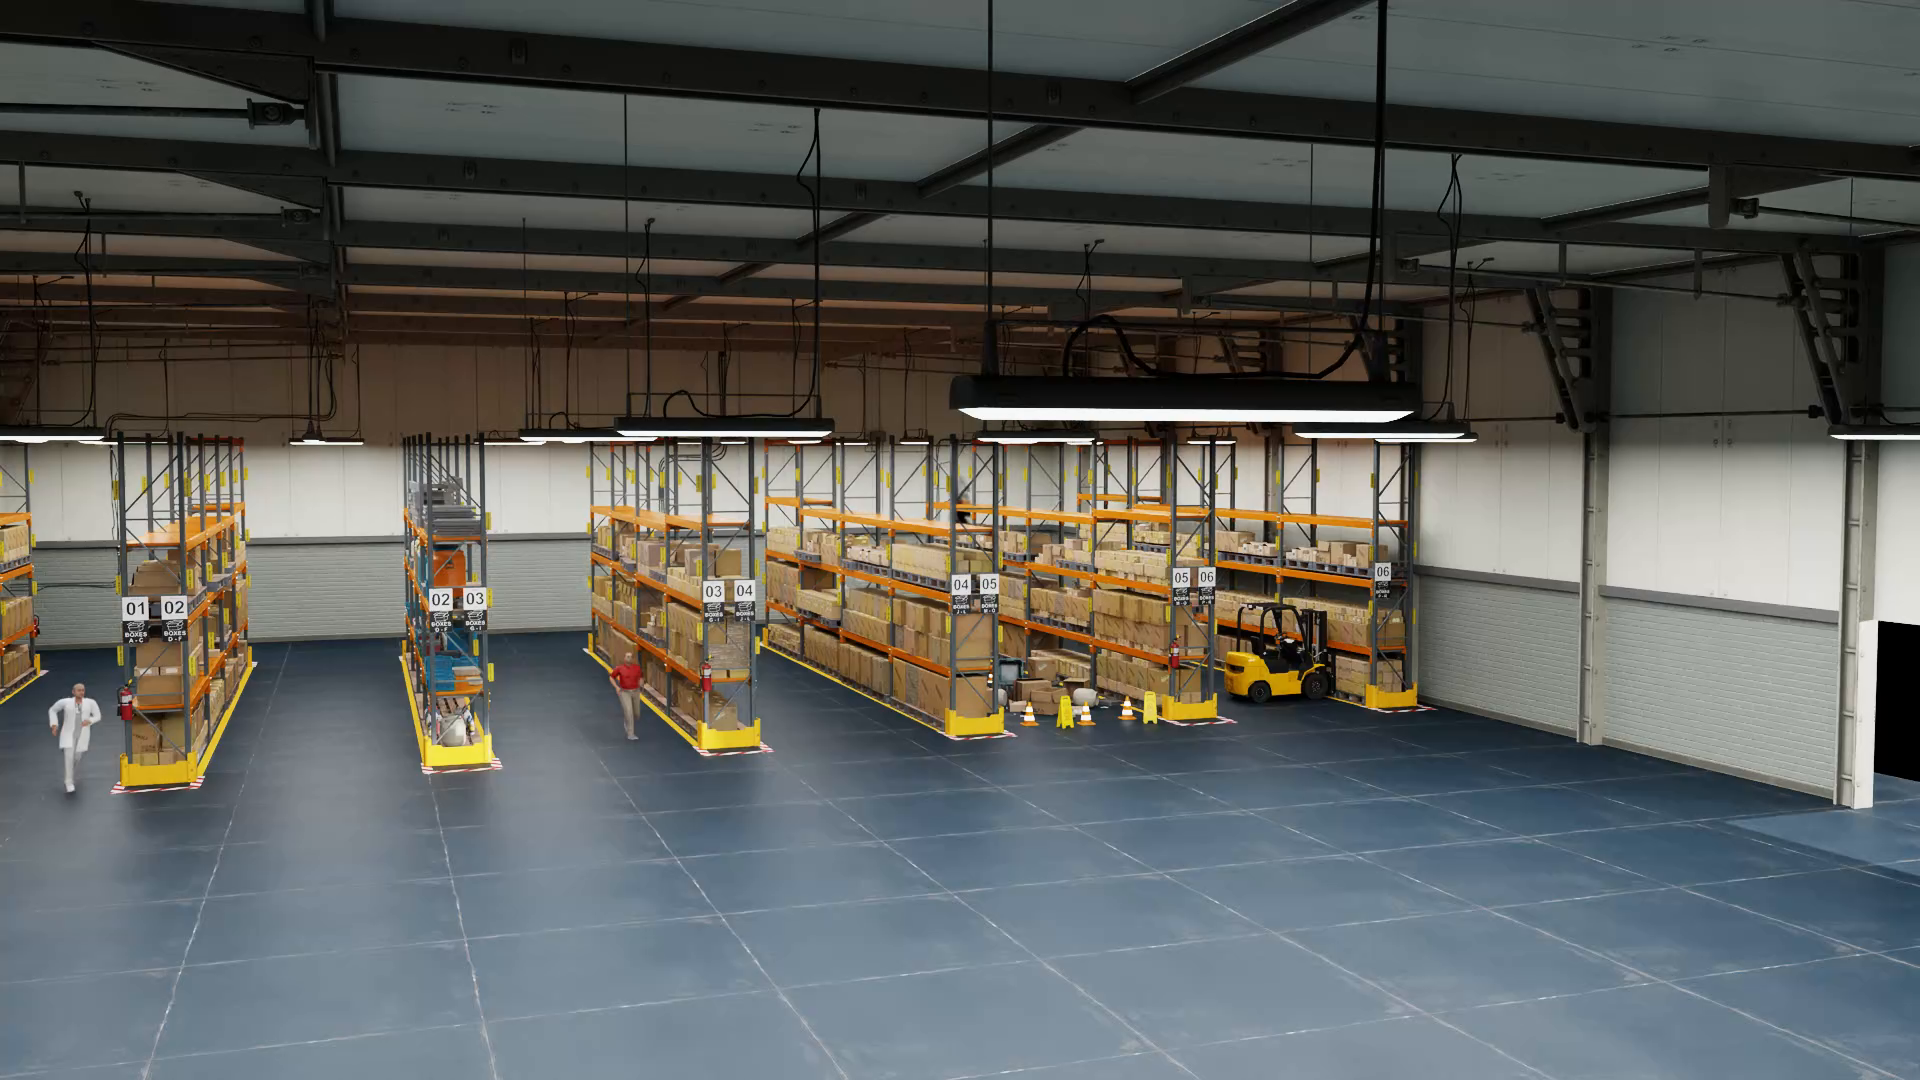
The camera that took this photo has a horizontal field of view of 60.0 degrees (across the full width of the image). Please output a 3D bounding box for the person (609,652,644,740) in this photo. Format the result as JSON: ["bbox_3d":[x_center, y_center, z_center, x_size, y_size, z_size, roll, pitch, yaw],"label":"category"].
[{"bbox_3d":[-6.529,3.053,32.777,0.676,1.694,0.865,-2,4,-34],"label":"person"}]

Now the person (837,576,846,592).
[{"bbox_3d":[-3.677,1.879,48.741,0.683,1.712,0.651,-1,3,-20],"label":"person"}]

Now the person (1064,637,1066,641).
[{"bbox_3d":[2.760,2.095,47.143,0.661,1.666,0.953,-2,4,-27],"label":"person"}]

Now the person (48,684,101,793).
[{"bbox_3d":[-14.757,3.266,27.776,0.759,1.728,1.120,-3,4,-39],"label":"person"}]
